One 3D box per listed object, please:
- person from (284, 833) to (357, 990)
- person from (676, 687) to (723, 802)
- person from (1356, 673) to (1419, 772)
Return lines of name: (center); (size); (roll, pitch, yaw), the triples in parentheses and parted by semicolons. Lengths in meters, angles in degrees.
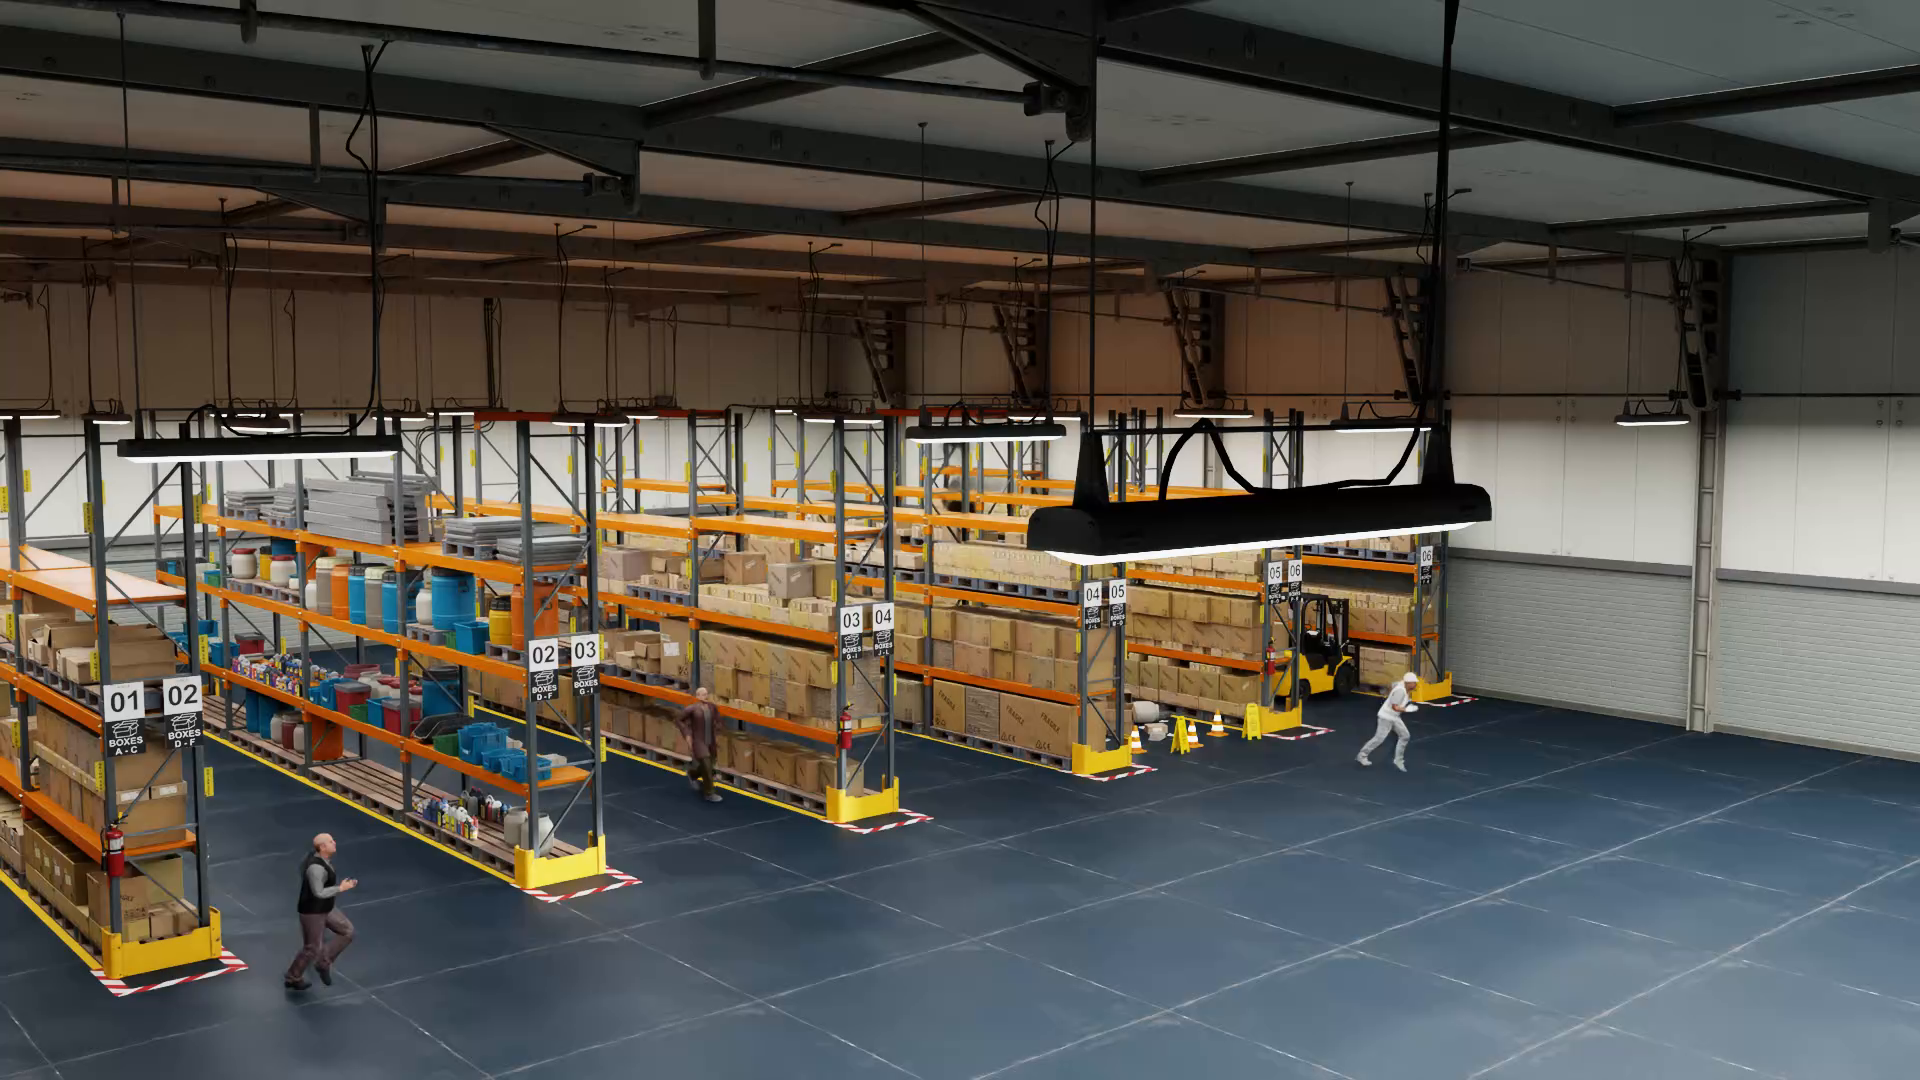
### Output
person: (-6.769, 3.922, 17.597); (0.785, 1.677, 0.684); (-1, 5, -10)
person: (-4.034, 3.162, 25.942); (0.949, 1.755, 0.710); (5, 7, 45)
person: (7.211, 3.064, 28.014); (1.014, 1.722, 0.716); (2, 5, 23)
